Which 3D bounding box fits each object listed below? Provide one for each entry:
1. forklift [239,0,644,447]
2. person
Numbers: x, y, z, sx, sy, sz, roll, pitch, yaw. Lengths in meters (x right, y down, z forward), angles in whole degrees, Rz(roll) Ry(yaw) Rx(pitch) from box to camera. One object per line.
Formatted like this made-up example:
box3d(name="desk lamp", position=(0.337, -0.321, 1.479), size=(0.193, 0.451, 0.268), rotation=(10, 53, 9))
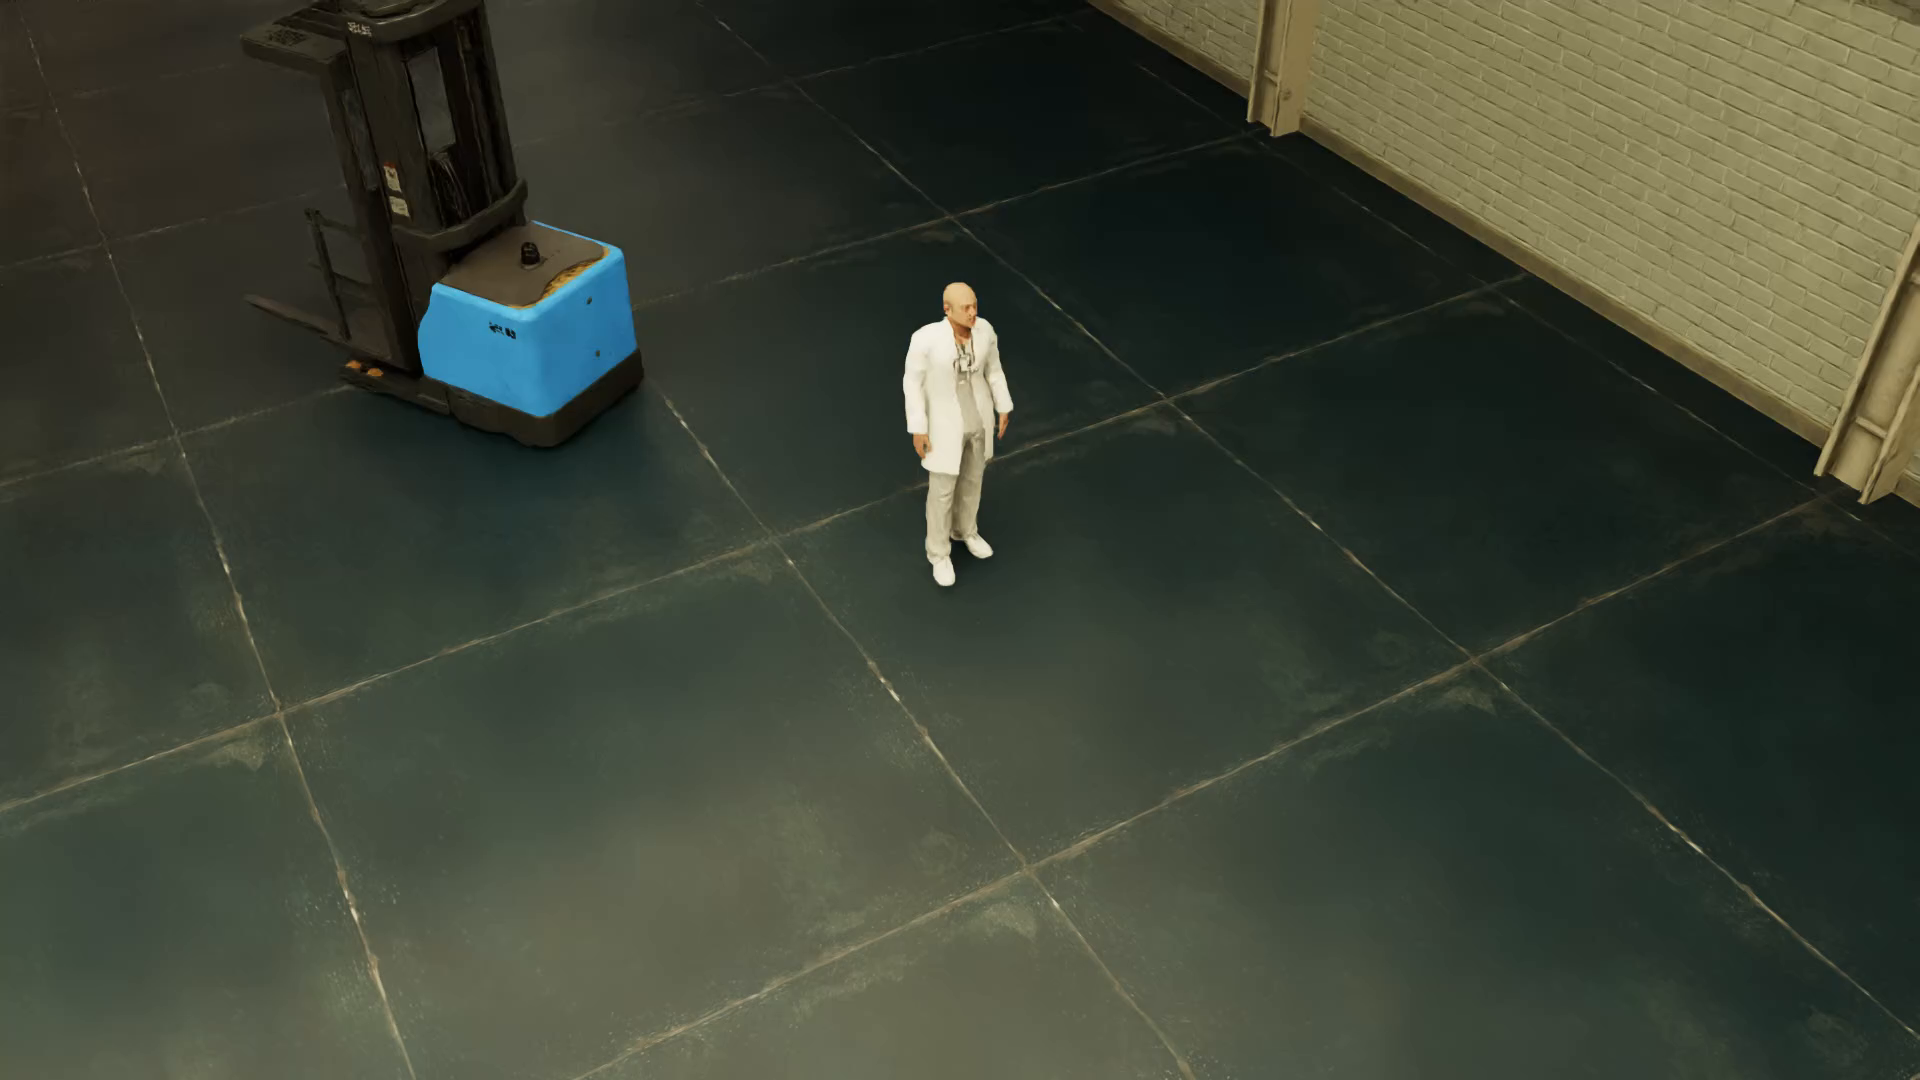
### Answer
box3d(name="forklift", position=(-3.744, -2.428, 10.963), size=(3.031, 2.935, 1.130), rotation=(20, 44, 22))
box3d(name="person", position=(0.043, -0.636, 9.696), size=(0.694, 1.776, 0.574), rotation=(-20, 44, -23))
